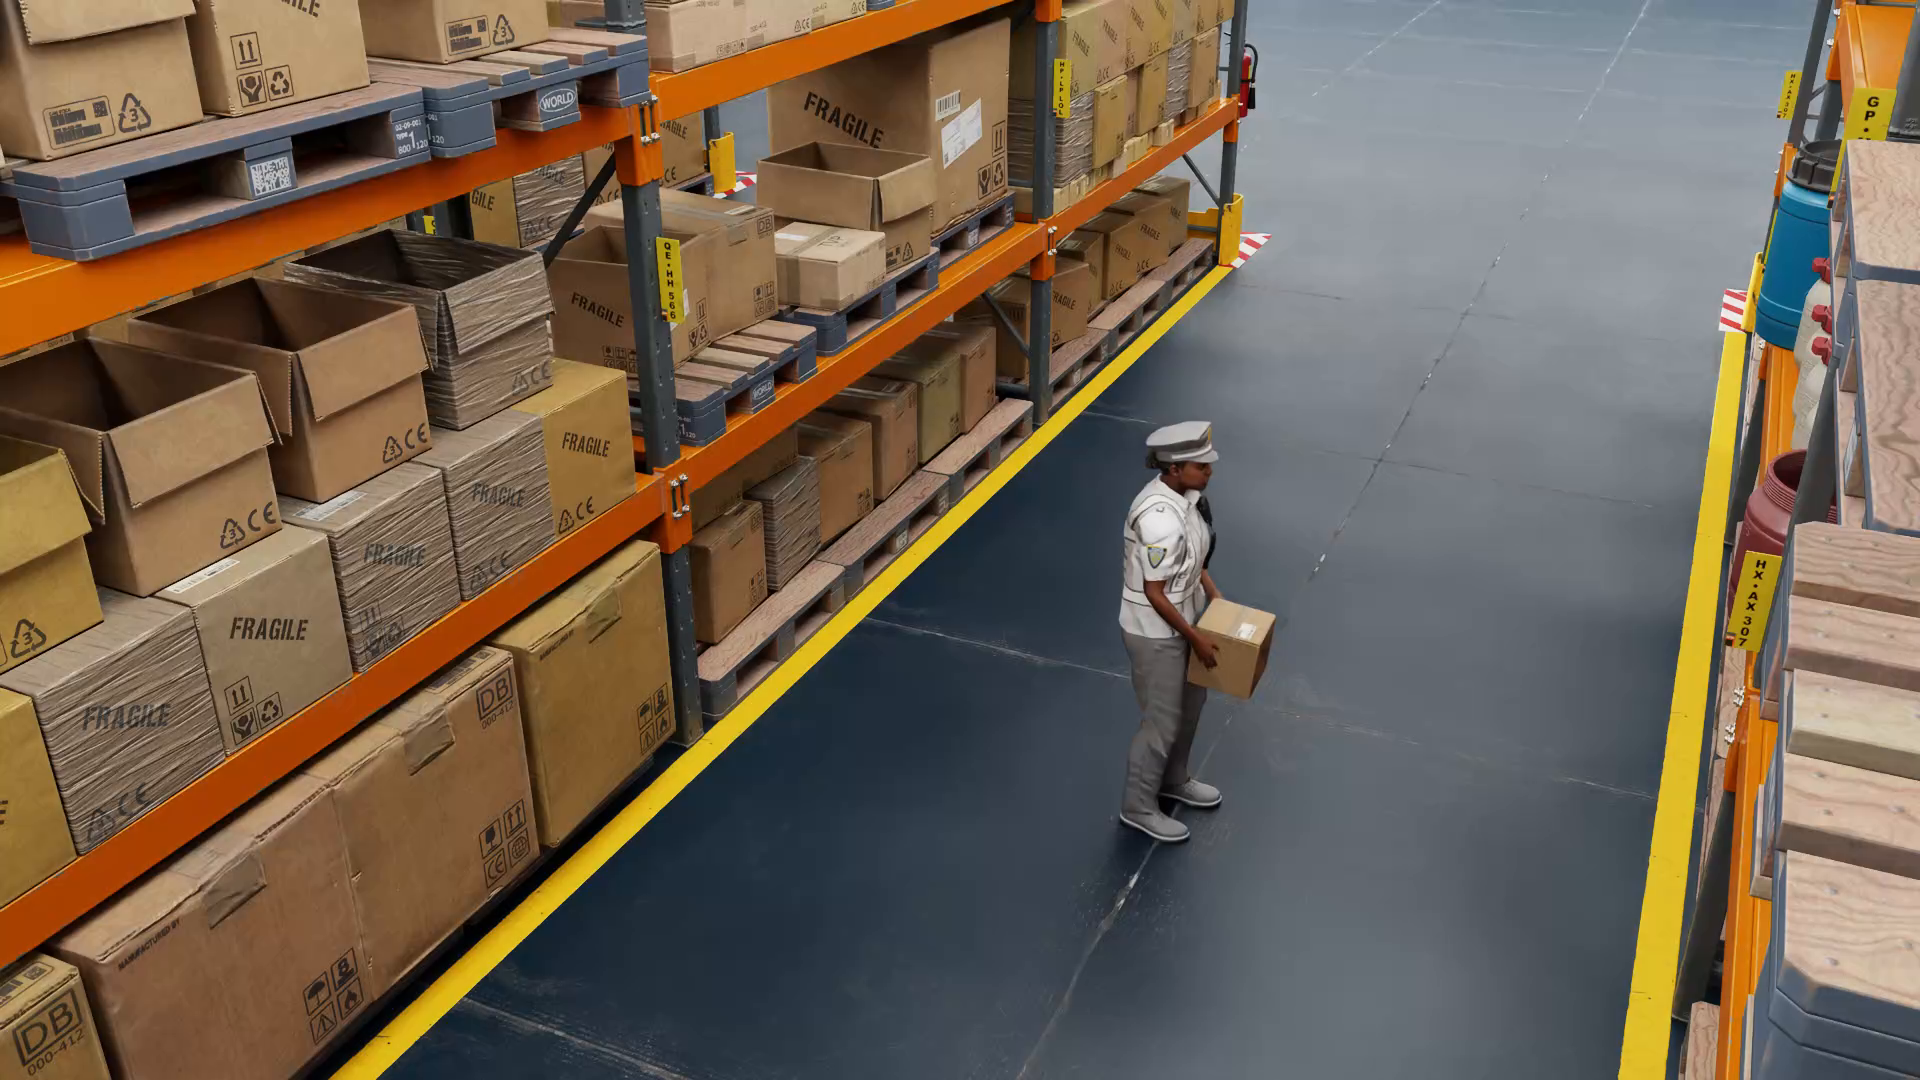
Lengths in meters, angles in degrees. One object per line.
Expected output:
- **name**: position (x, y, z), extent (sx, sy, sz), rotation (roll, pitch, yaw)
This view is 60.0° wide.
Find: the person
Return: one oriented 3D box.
- **person**: position (0.836, 0.333, 6.412), extent (0.428, 1.684, 0.479), rotation (11, 28, 21)
